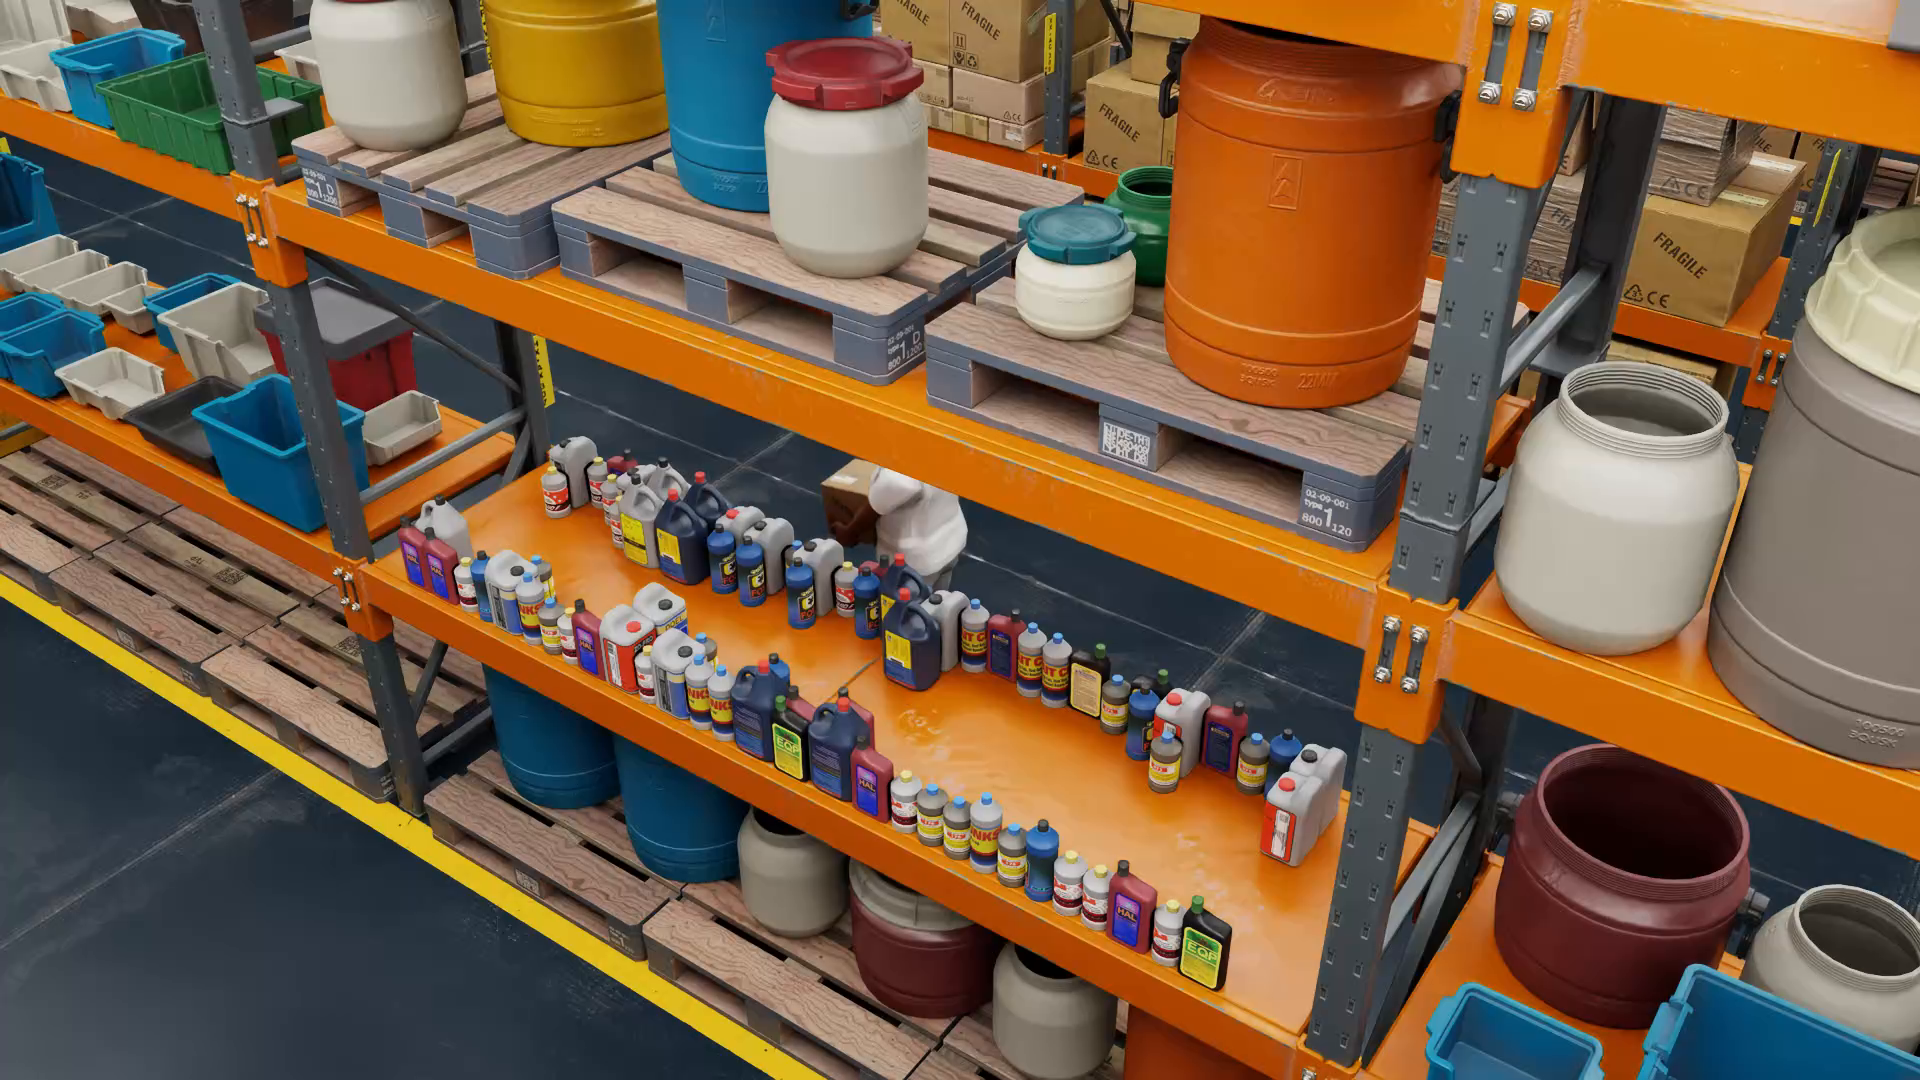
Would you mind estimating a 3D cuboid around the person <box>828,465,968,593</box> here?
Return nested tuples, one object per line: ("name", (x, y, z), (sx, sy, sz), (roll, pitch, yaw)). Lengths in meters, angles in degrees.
("person", (-0.260, 0.026, 7.089), (0.575, 1.760, 0.504), (20, 39, 27))
